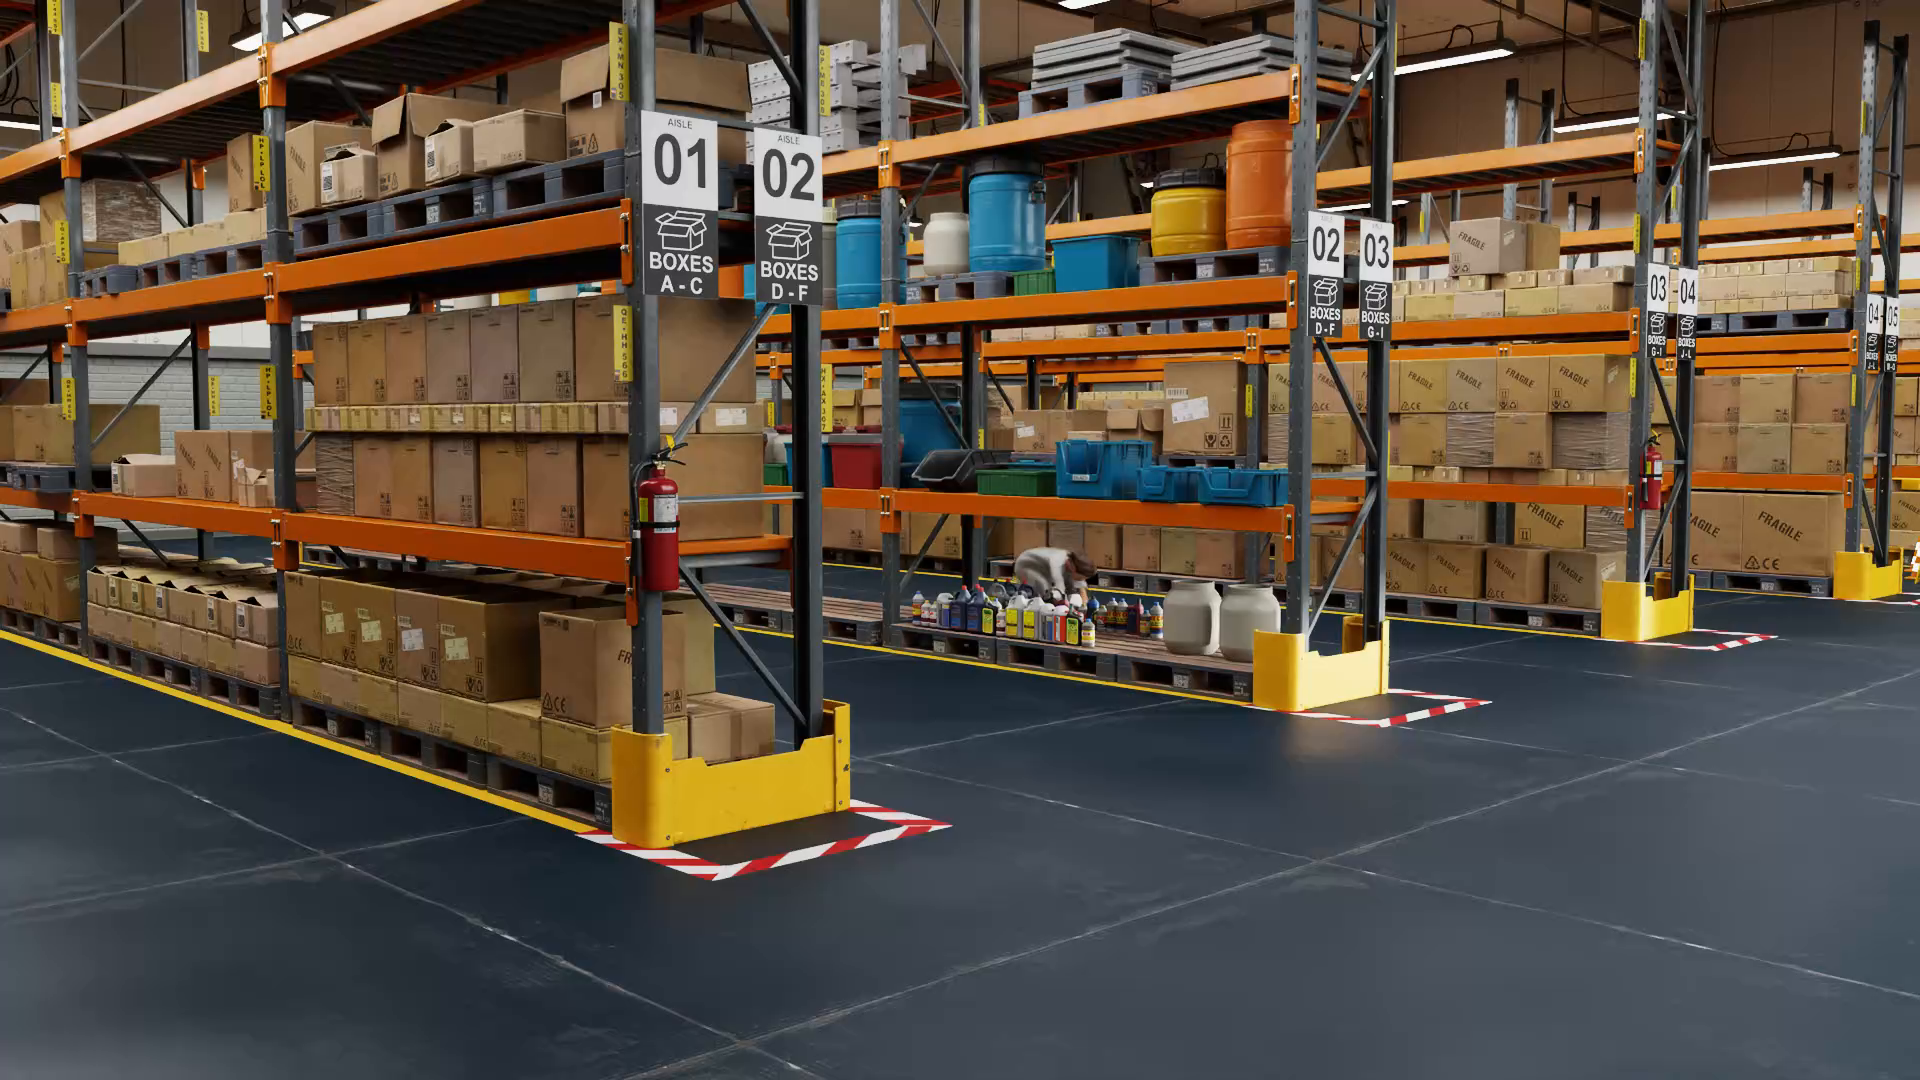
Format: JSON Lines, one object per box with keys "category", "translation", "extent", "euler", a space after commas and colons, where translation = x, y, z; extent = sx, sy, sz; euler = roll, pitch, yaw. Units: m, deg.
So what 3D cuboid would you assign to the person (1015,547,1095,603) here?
{"category": "person", "translation": [0.873, 0.441, 15.027], "extent": [0.462, 0.764, 0.867], "euler": [-3, 5, -40]}
